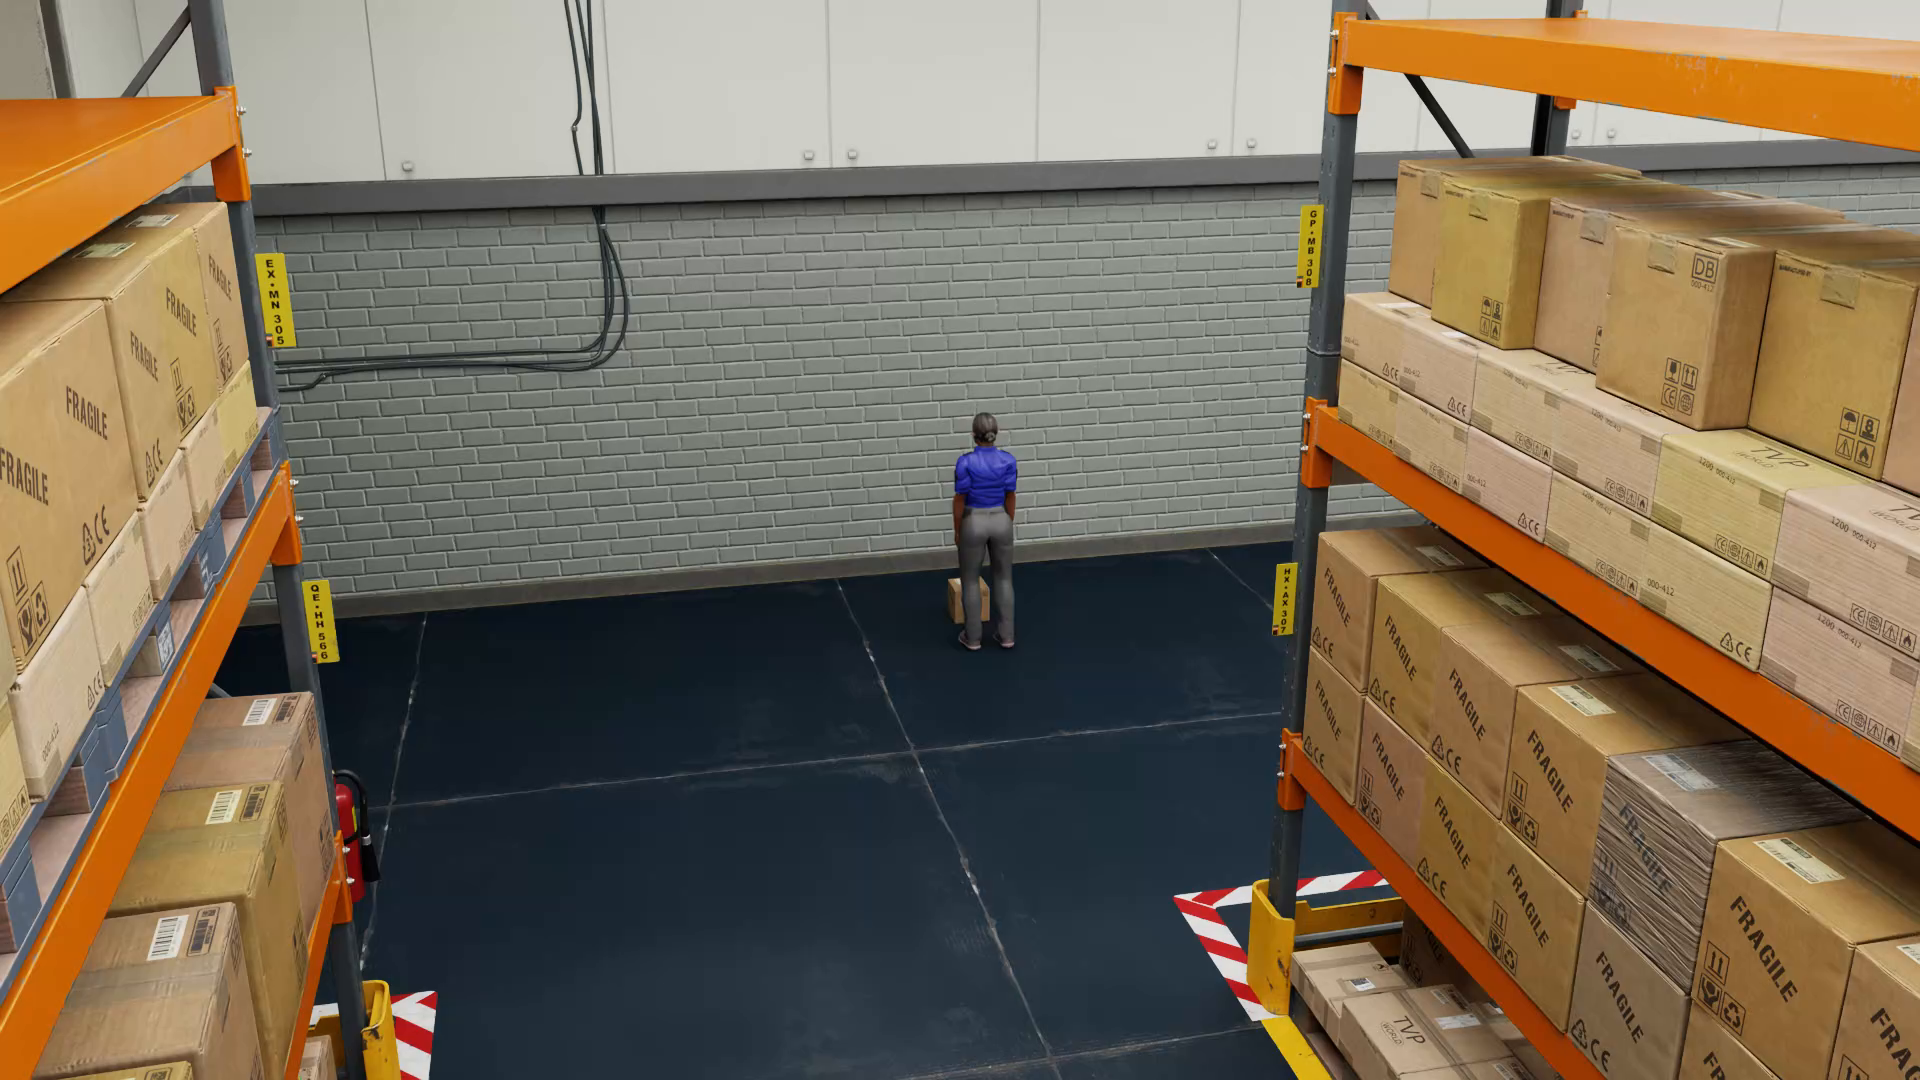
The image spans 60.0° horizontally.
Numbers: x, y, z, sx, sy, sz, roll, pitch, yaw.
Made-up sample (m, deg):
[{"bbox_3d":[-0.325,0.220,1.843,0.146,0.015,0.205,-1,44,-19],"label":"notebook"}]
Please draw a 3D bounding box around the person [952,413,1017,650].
[{"bbox_3d":[0.161,-0.060,11.257,0.437,1.660,0.298,-4,20,-11],"label":"person"}]
